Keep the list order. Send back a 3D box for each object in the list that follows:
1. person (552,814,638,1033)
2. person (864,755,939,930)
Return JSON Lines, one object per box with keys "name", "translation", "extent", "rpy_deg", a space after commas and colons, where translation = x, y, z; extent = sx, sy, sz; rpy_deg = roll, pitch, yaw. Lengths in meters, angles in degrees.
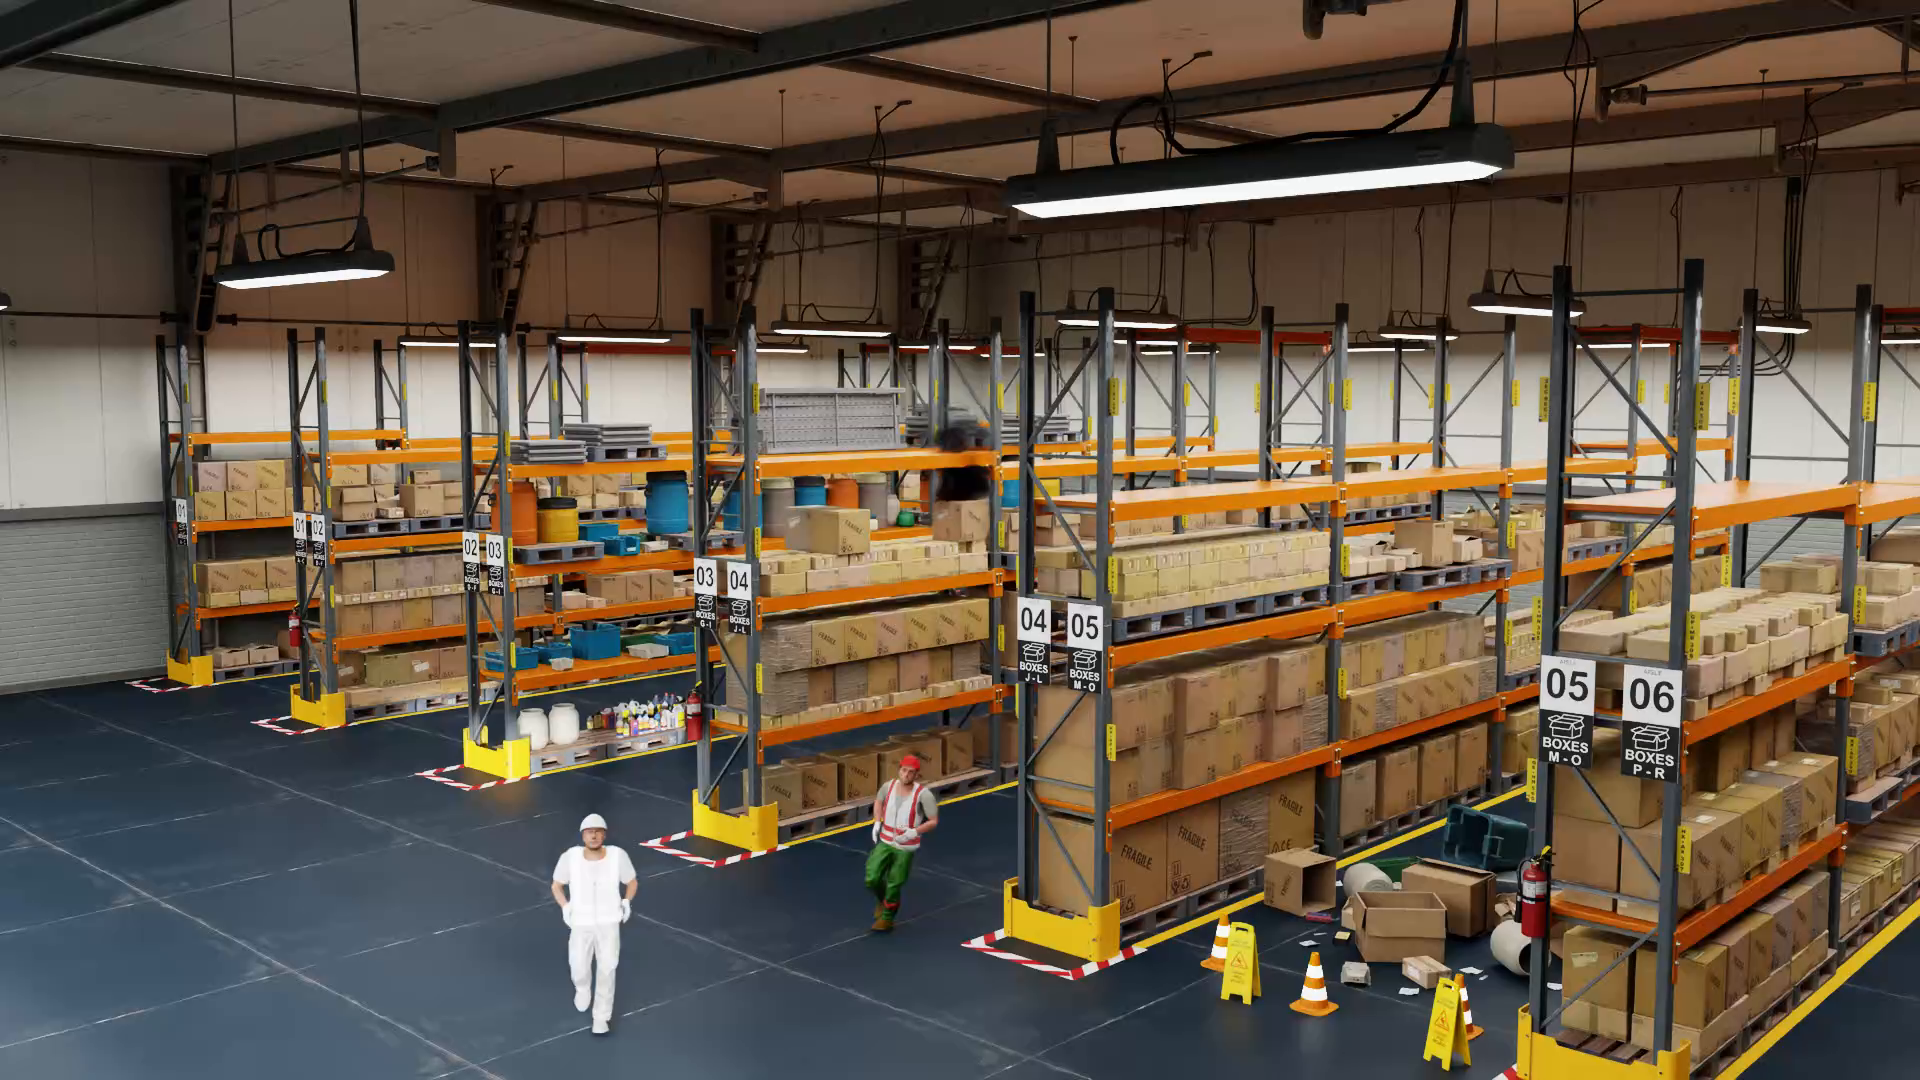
{"name": "person", "translation": [-2.917, 3.050, 13.329], "extent": [0.681, 1.730, 0.621], "rpy_deg": [-1, 6, -13]}
{"name": "person", "translation": [-0.552, 2.853, 15.593], "extent": [0.693, 1.707, 0.521], "rpy_deg": [2, 6, 21]}
